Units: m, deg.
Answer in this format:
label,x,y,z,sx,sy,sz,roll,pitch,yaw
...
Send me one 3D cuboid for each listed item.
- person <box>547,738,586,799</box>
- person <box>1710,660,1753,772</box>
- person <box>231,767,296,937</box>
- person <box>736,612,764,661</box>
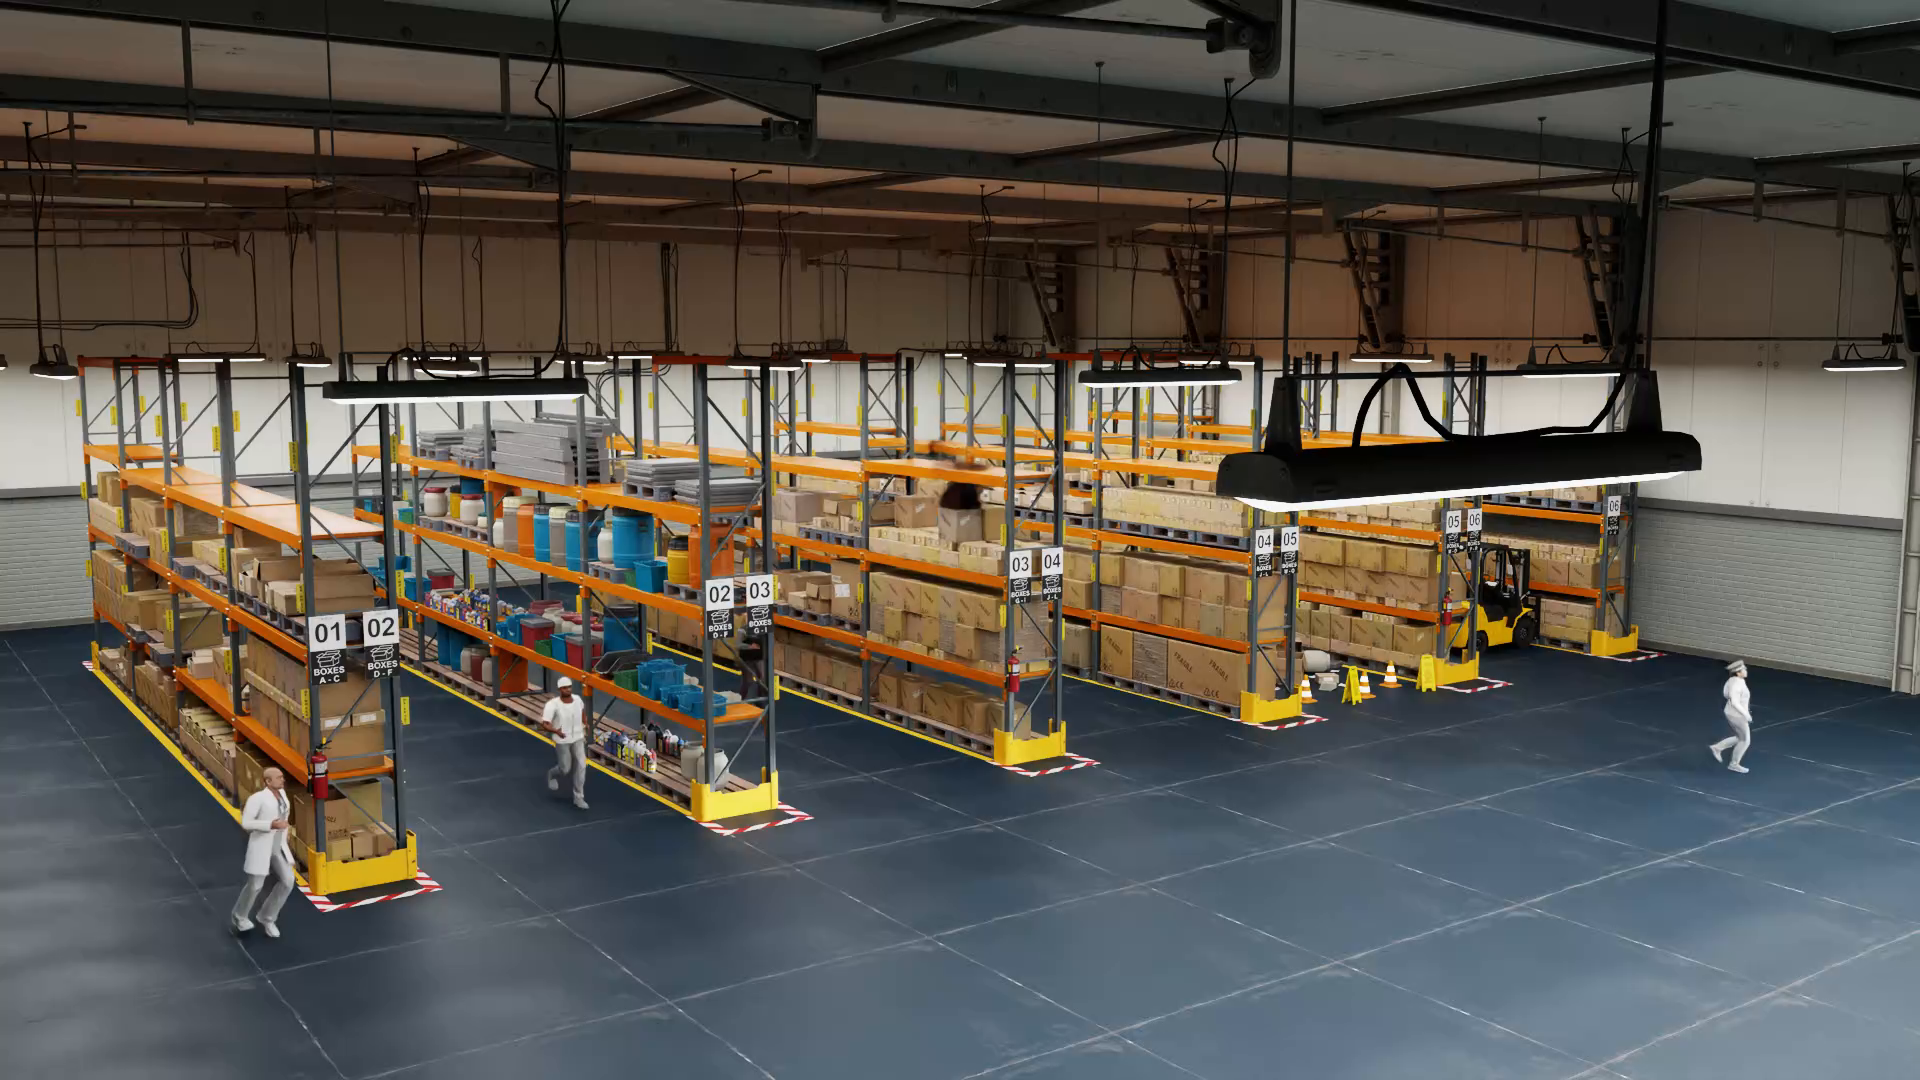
label,x,y,z,sx,sy,sz,roll,pitch,yaw
person,-5.382,3.063,22.763,0.368,0.903,0.754,-6,9,-39
person,11.312,2.569,24.369,0.538,1.673,0.616,2,7,12
person,-7.377,3.328,17.817,0.769,1.795,0.712,4,8,30
person,-3.493,1.617,28.132,0.635,0.842,0.653,-6,9,-39
